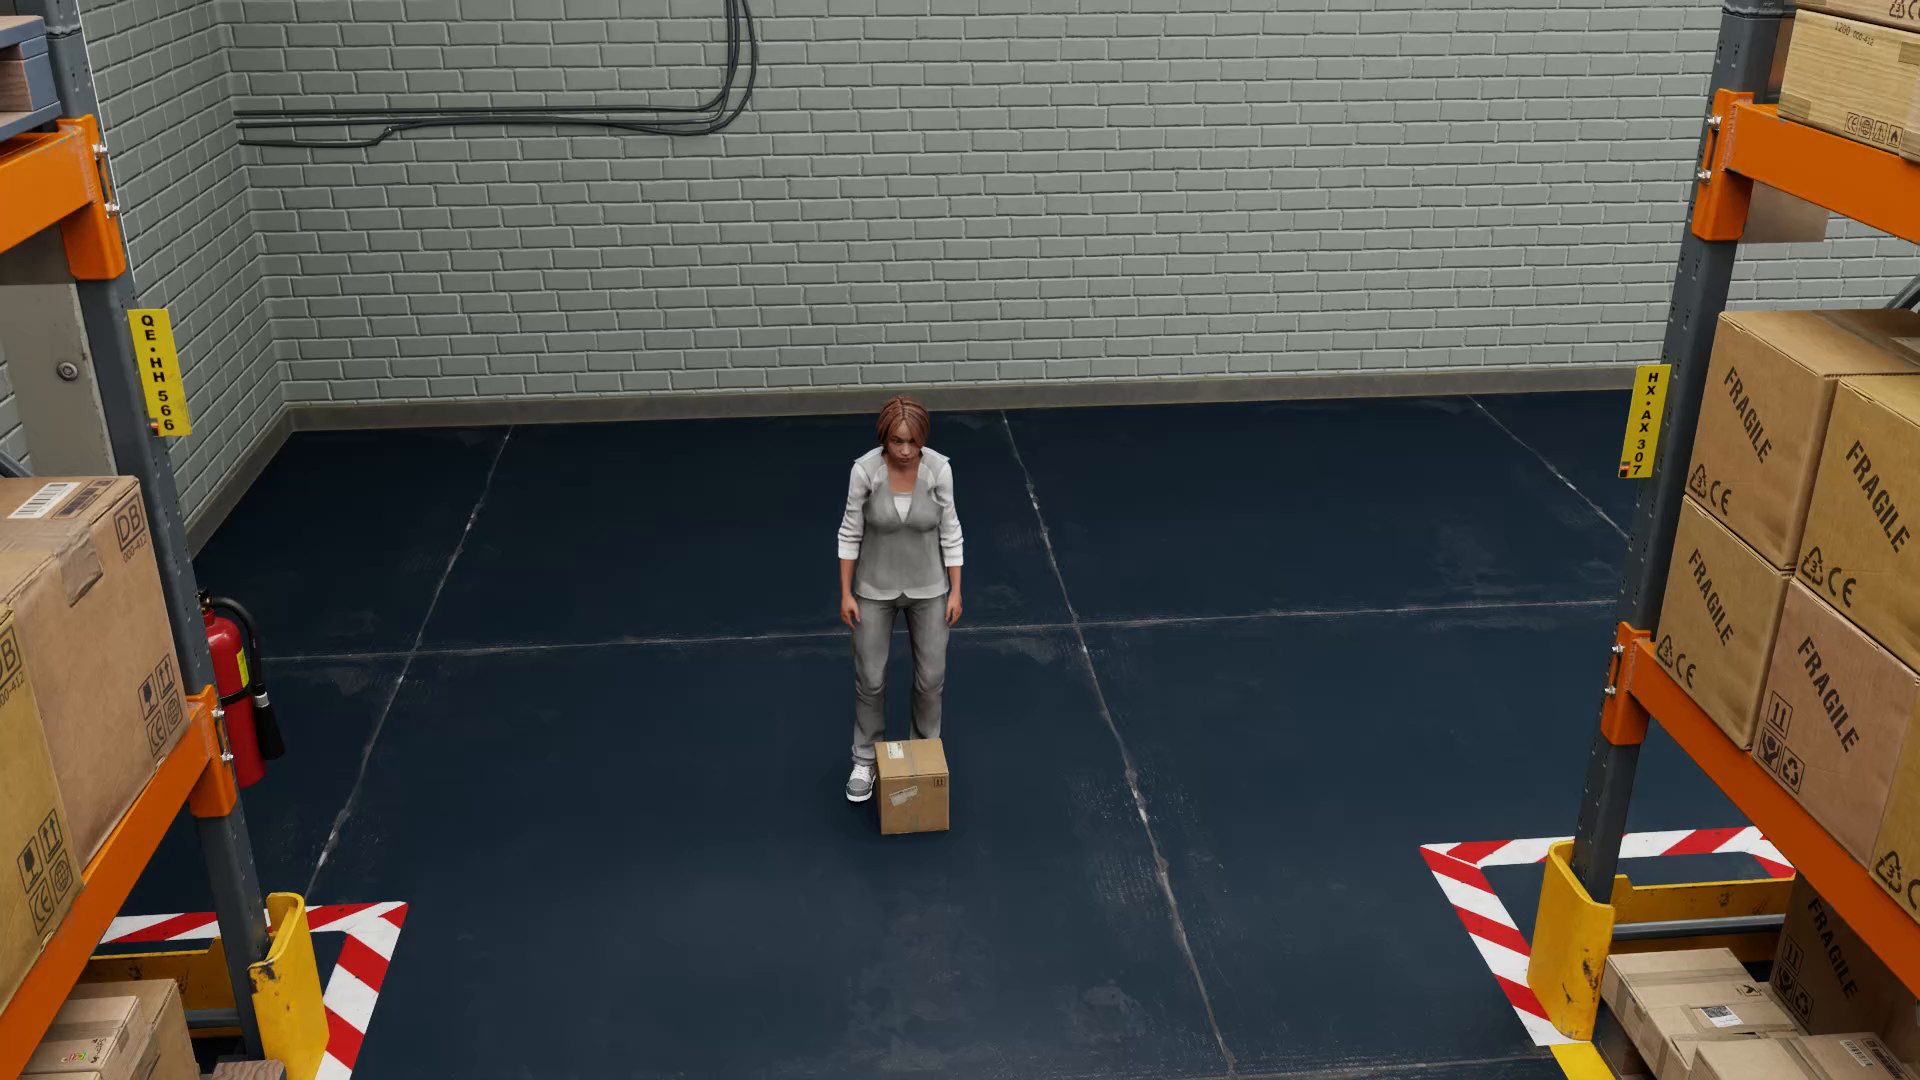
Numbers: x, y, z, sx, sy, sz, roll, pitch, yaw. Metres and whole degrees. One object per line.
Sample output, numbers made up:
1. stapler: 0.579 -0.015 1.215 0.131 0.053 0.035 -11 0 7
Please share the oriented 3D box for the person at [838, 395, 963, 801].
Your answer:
1. person: -0.215 0.209 6.148 0.460 1.592 0.343 -2 24 -5
